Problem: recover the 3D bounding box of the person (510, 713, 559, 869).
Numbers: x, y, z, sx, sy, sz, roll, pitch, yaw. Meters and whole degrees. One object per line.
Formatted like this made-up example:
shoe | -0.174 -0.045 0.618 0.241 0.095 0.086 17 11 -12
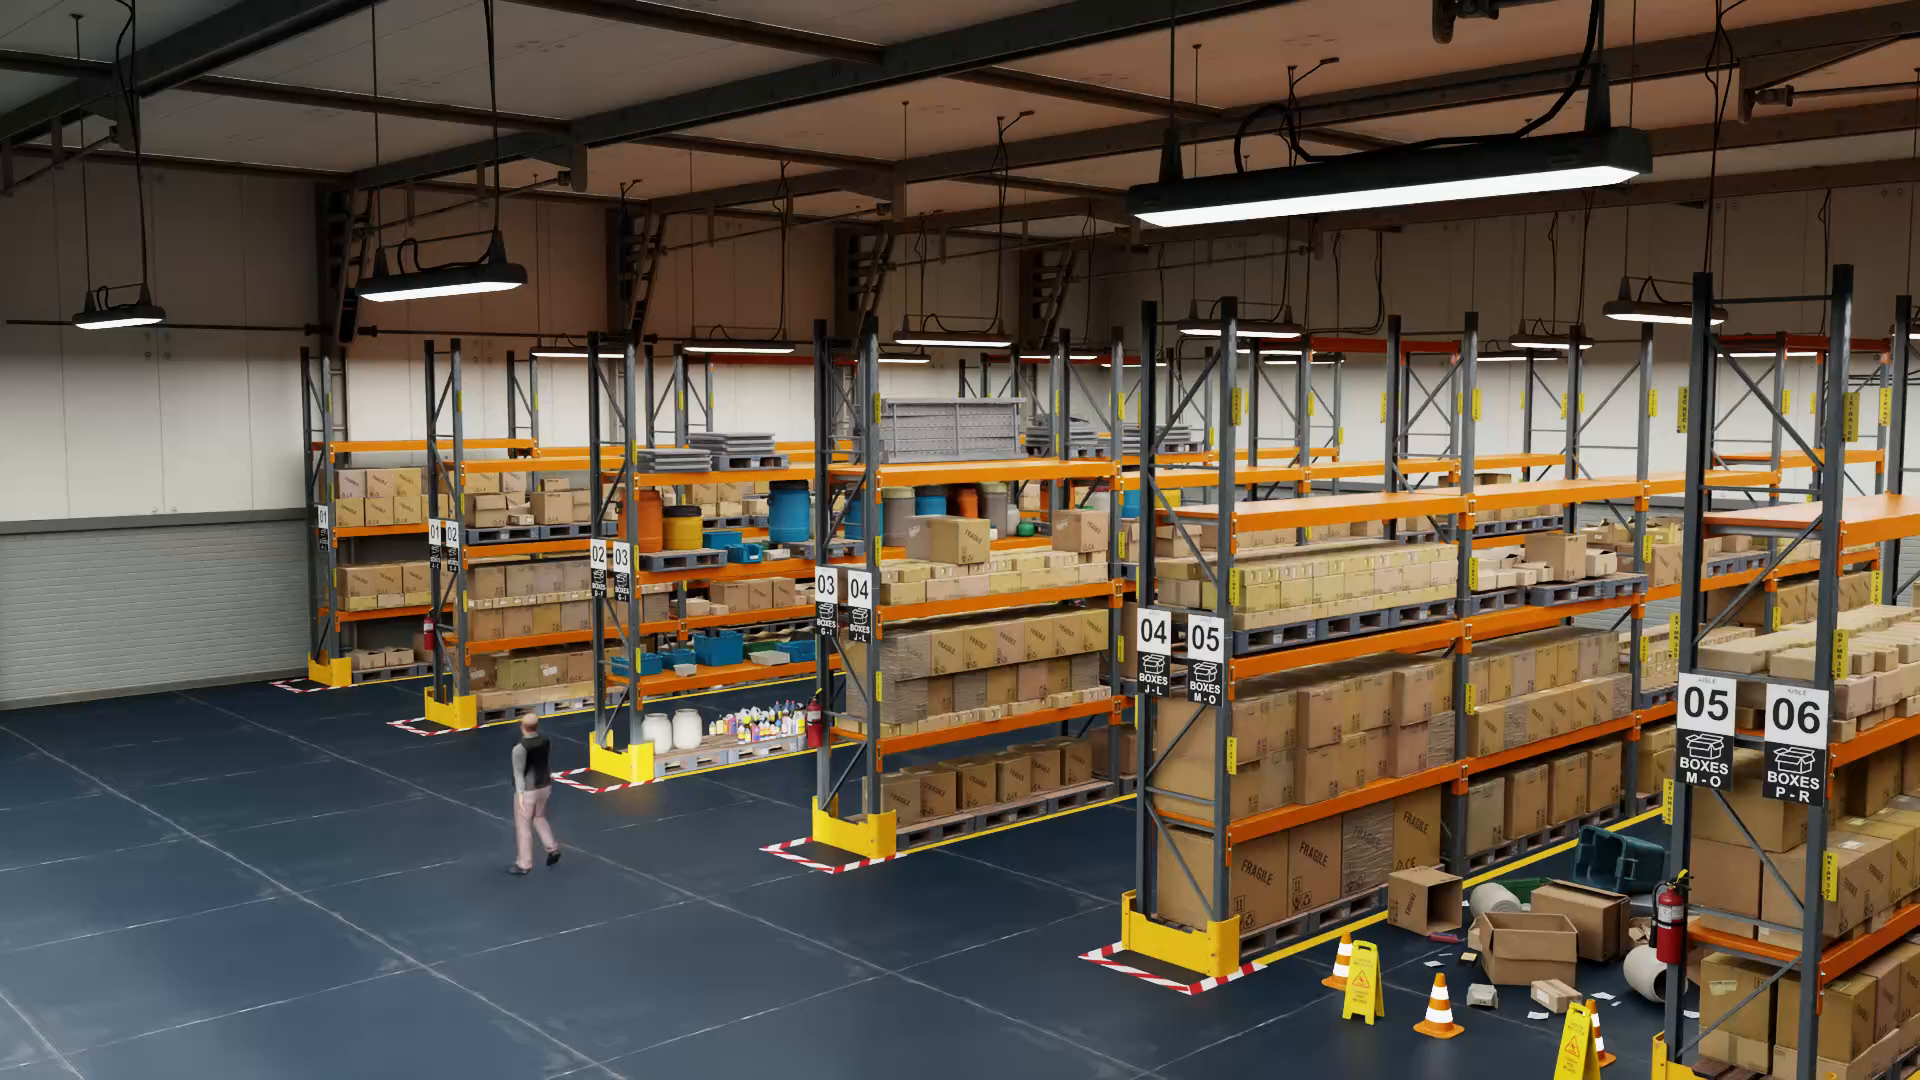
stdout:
person | -4.633 2.689 17.957 0.397 1.669 0.547 3 6 27
